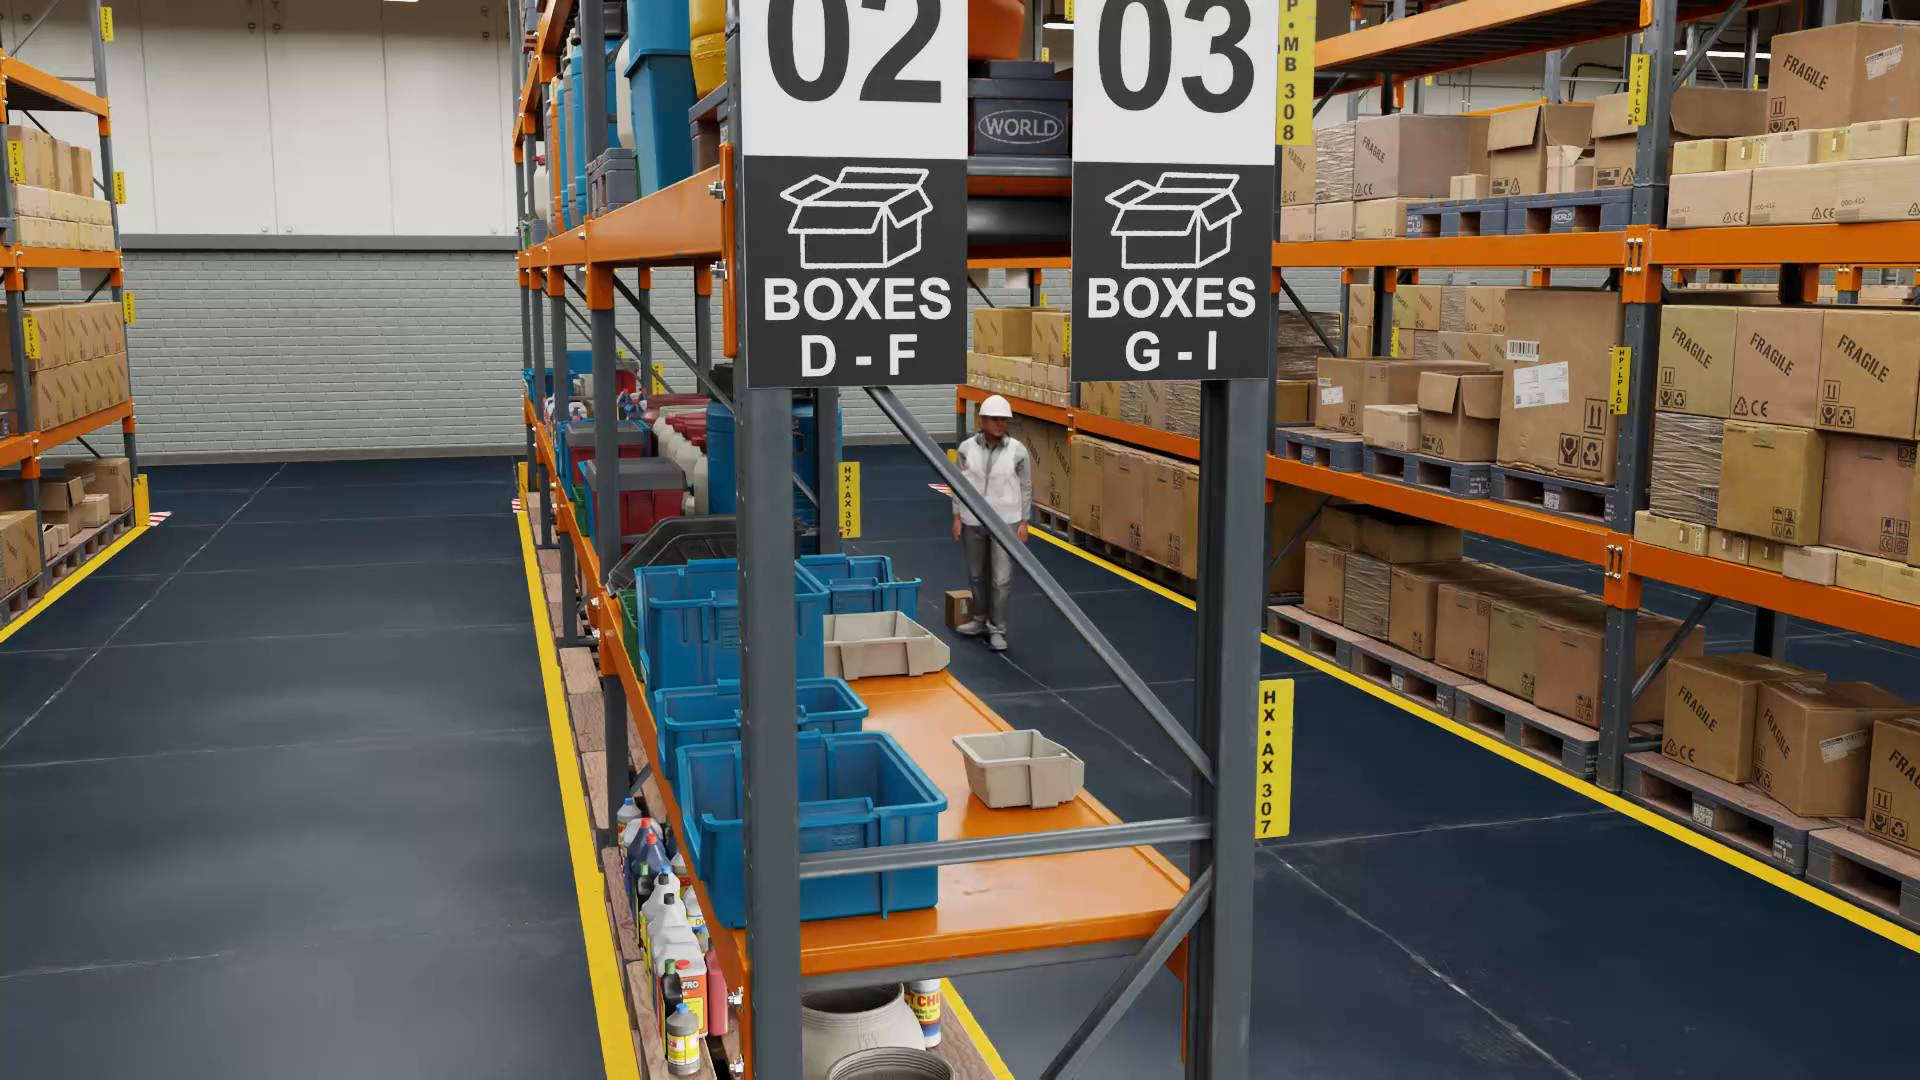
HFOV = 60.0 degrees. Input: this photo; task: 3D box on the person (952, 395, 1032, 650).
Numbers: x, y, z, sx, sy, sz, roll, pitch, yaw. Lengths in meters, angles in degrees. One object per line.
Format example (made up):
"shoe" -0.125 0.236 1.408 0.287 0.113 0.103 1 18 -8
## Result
"person" 0.227 -0.138 11.666 0.562 1.759 0.563 2 9 13
